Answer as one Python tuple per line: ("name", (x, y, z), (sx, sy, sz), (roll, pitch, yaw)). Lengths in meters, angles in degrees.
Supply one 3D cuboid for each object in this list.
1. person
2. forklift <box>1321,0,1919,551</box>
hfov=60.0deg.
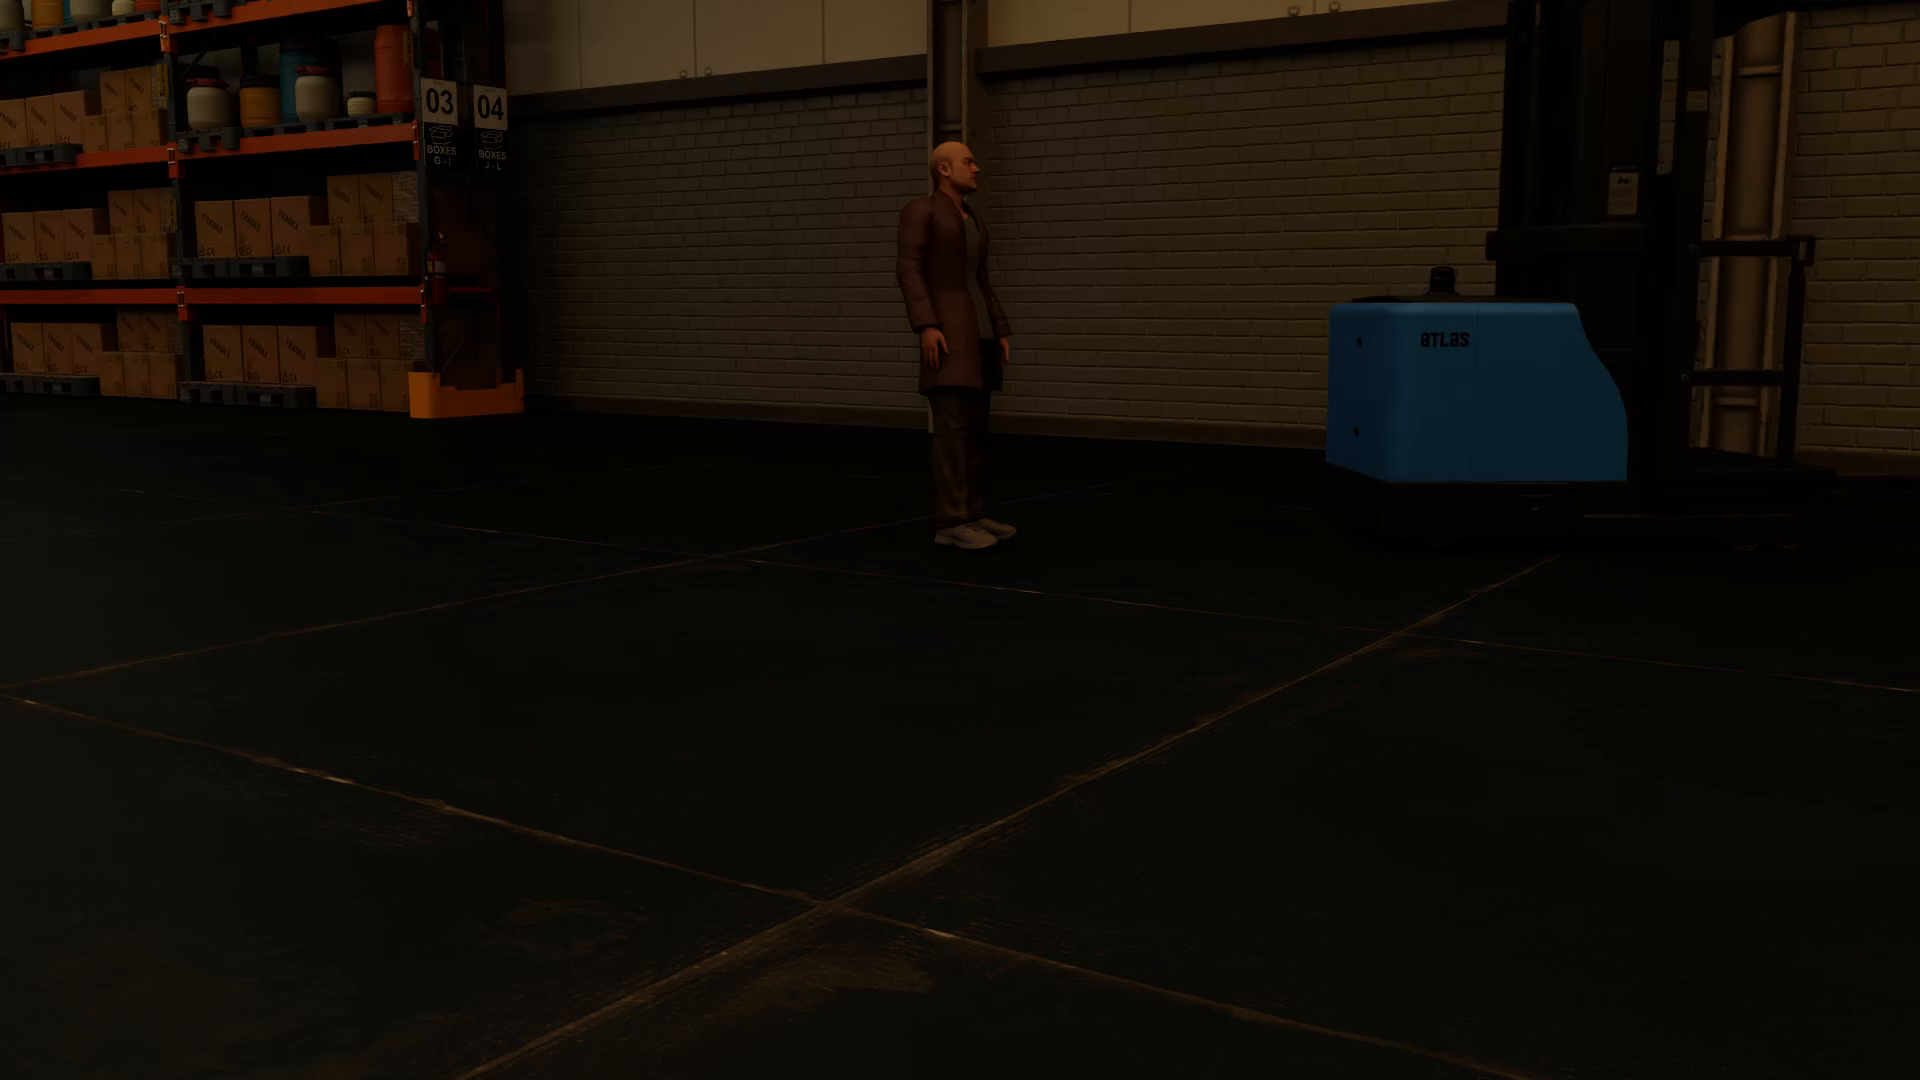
("person", (0.074, -0.879, 7.423), (0.579, 1.778, 0.696), (5, 10, 34))
("forklift", (3.296, -1.476, 7.570), (3.031, 2.935, 1.130), (-1, 8, -4))
